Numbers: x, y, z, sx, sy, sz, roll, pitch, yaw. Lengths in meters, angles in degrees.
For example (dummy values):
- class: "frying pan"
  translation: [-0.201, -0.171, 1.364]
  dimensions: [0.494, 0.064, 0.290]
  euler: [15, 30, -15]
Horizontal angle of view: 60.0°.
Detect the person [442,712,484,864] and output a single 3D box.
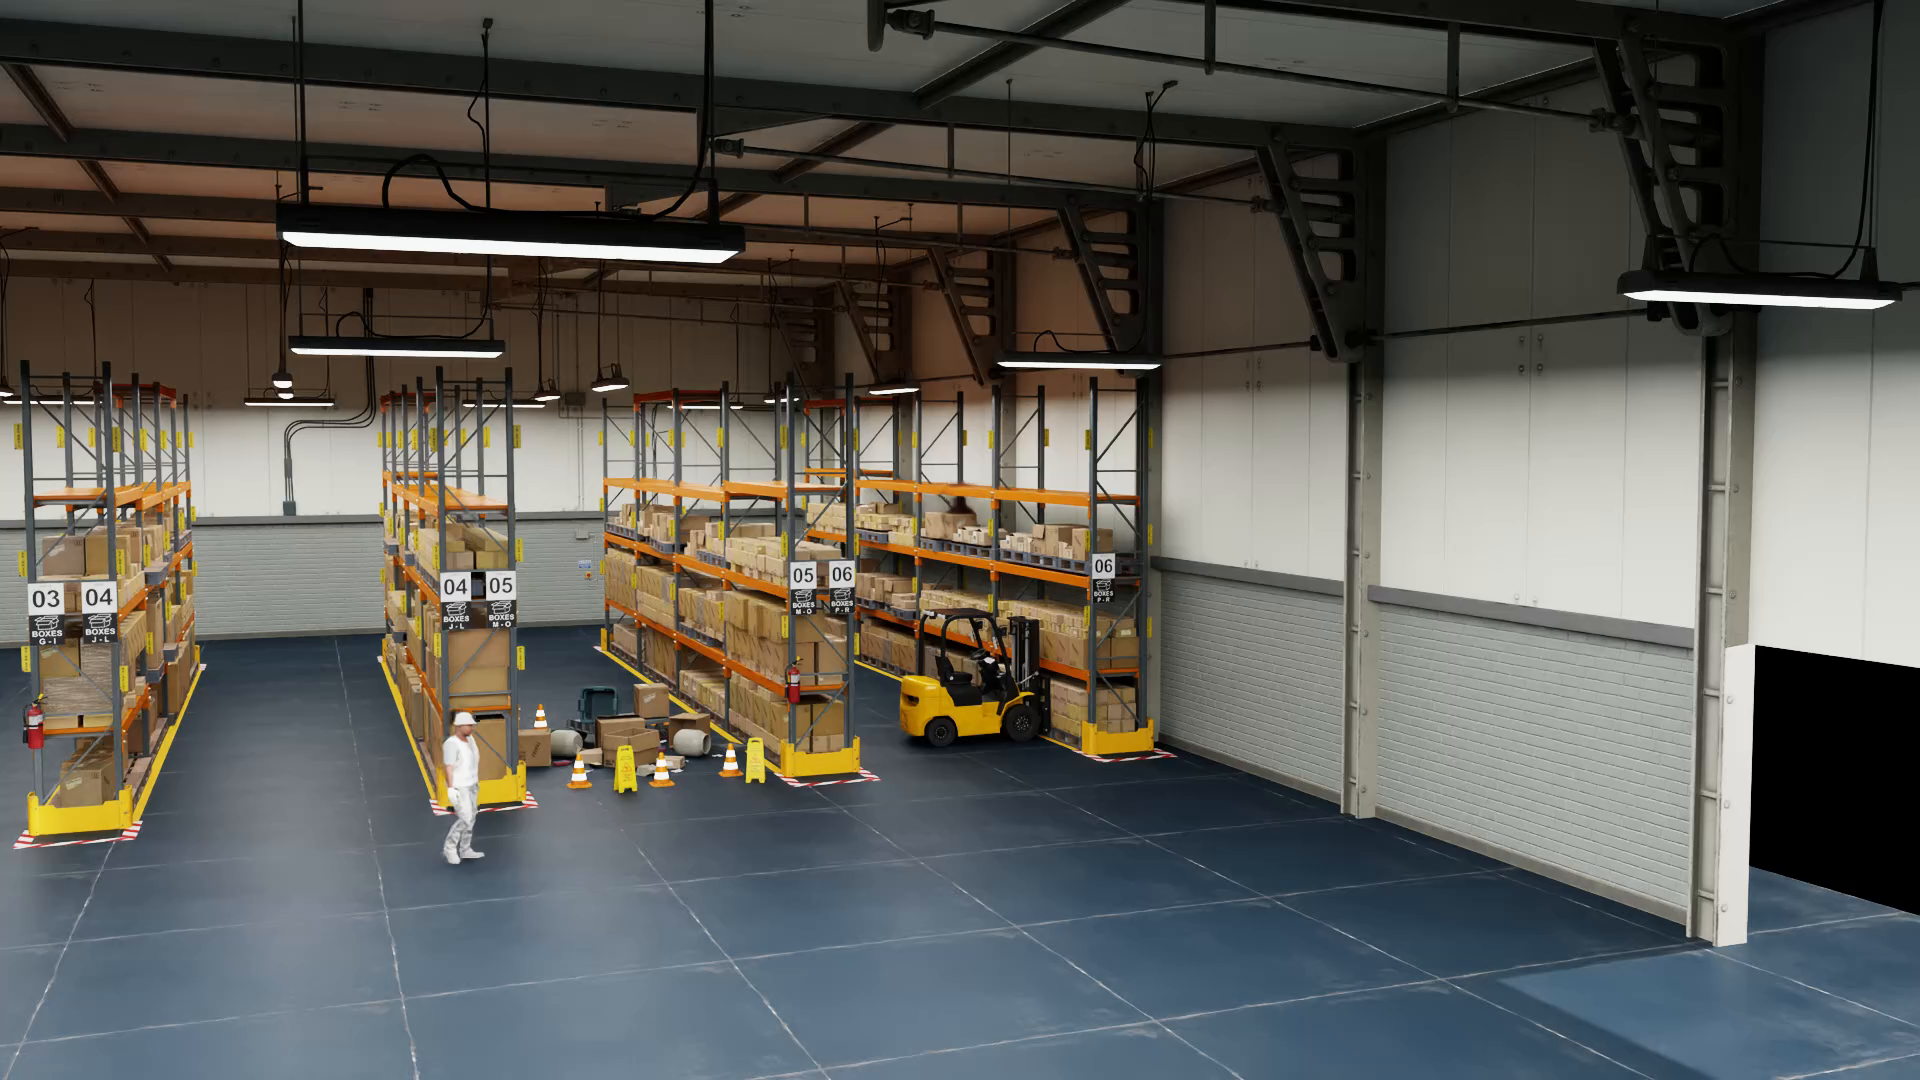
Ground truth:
- class: "person"
  translation: [-5.914, 2.930, 19.788]
  dimensions: [0.430, 1.781, 0.660]
  euler: [1, 4, 12]
